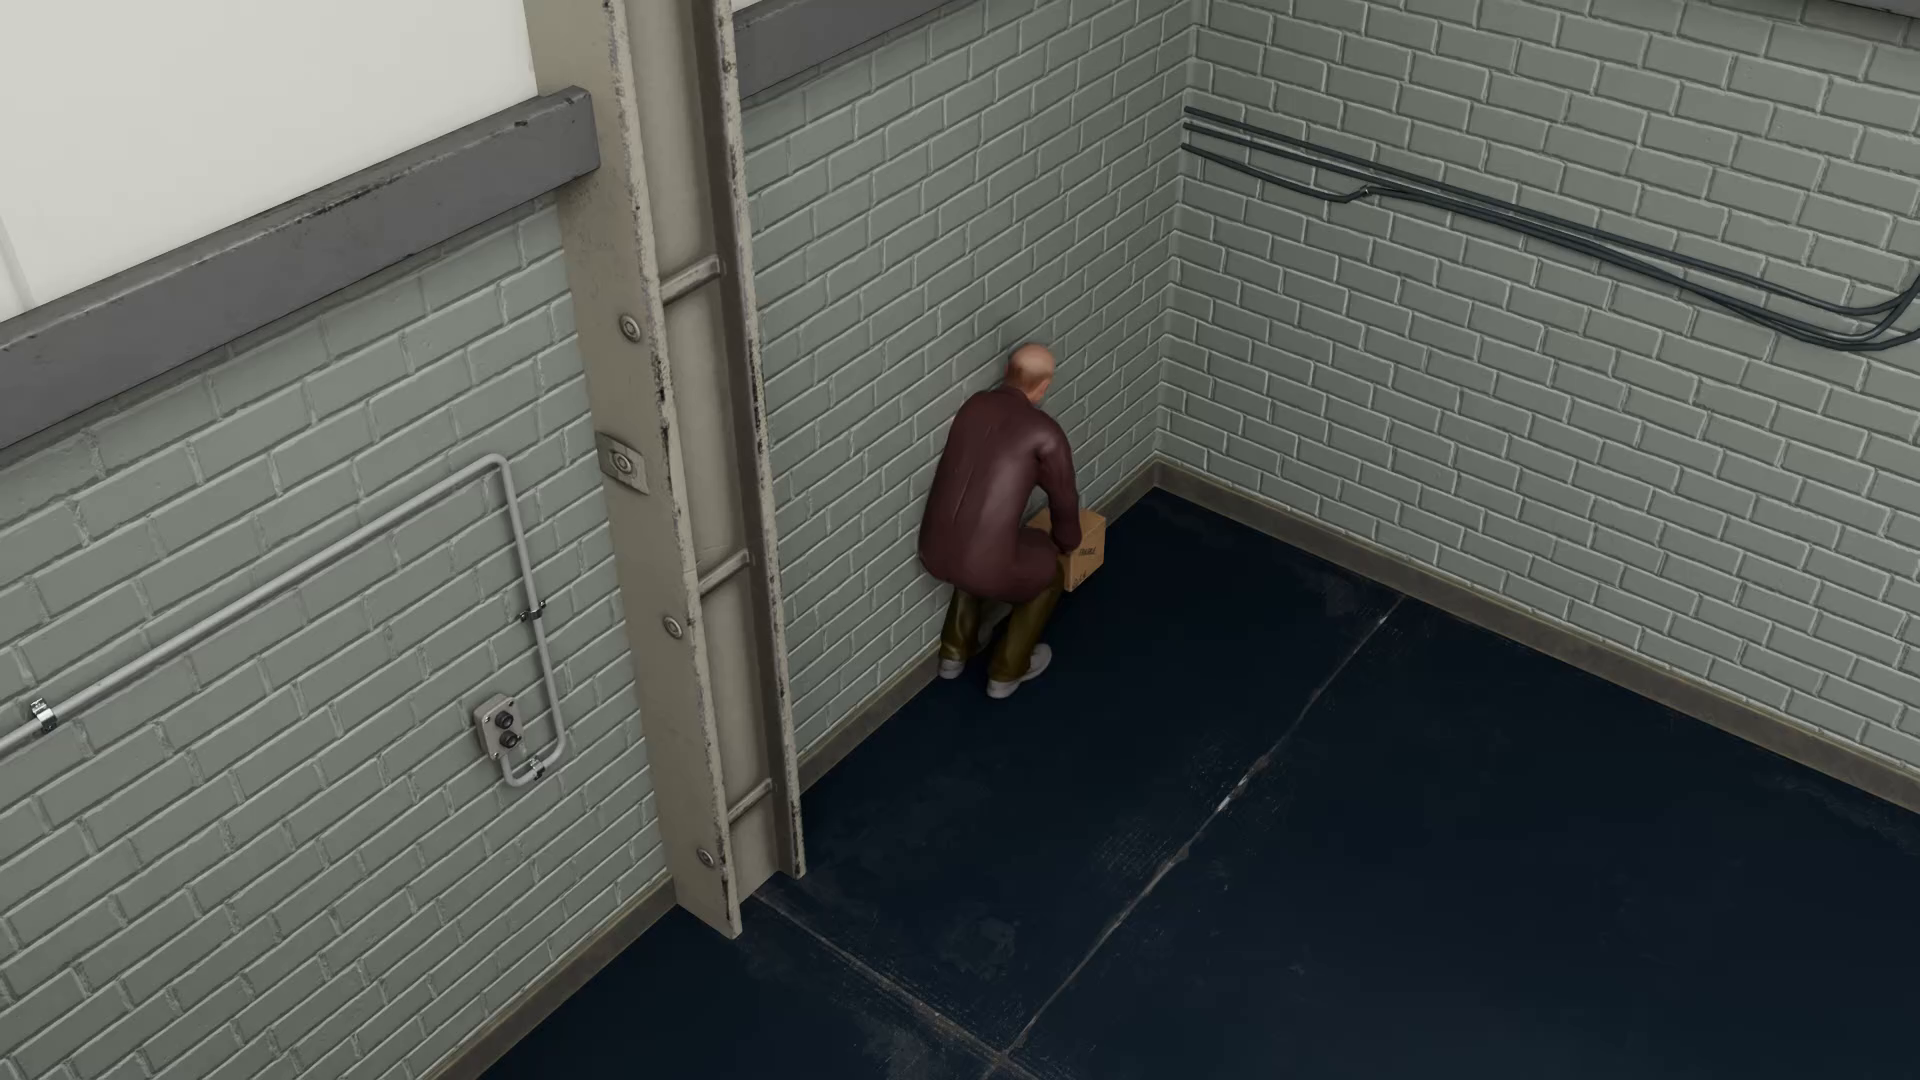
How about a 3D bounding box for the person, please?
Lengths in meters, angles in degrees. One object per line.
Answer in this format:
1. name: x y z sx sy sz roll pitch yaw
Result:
1. person: 0.123 -0.049 6.544 0.631 1.388 0.735 26 45 29
